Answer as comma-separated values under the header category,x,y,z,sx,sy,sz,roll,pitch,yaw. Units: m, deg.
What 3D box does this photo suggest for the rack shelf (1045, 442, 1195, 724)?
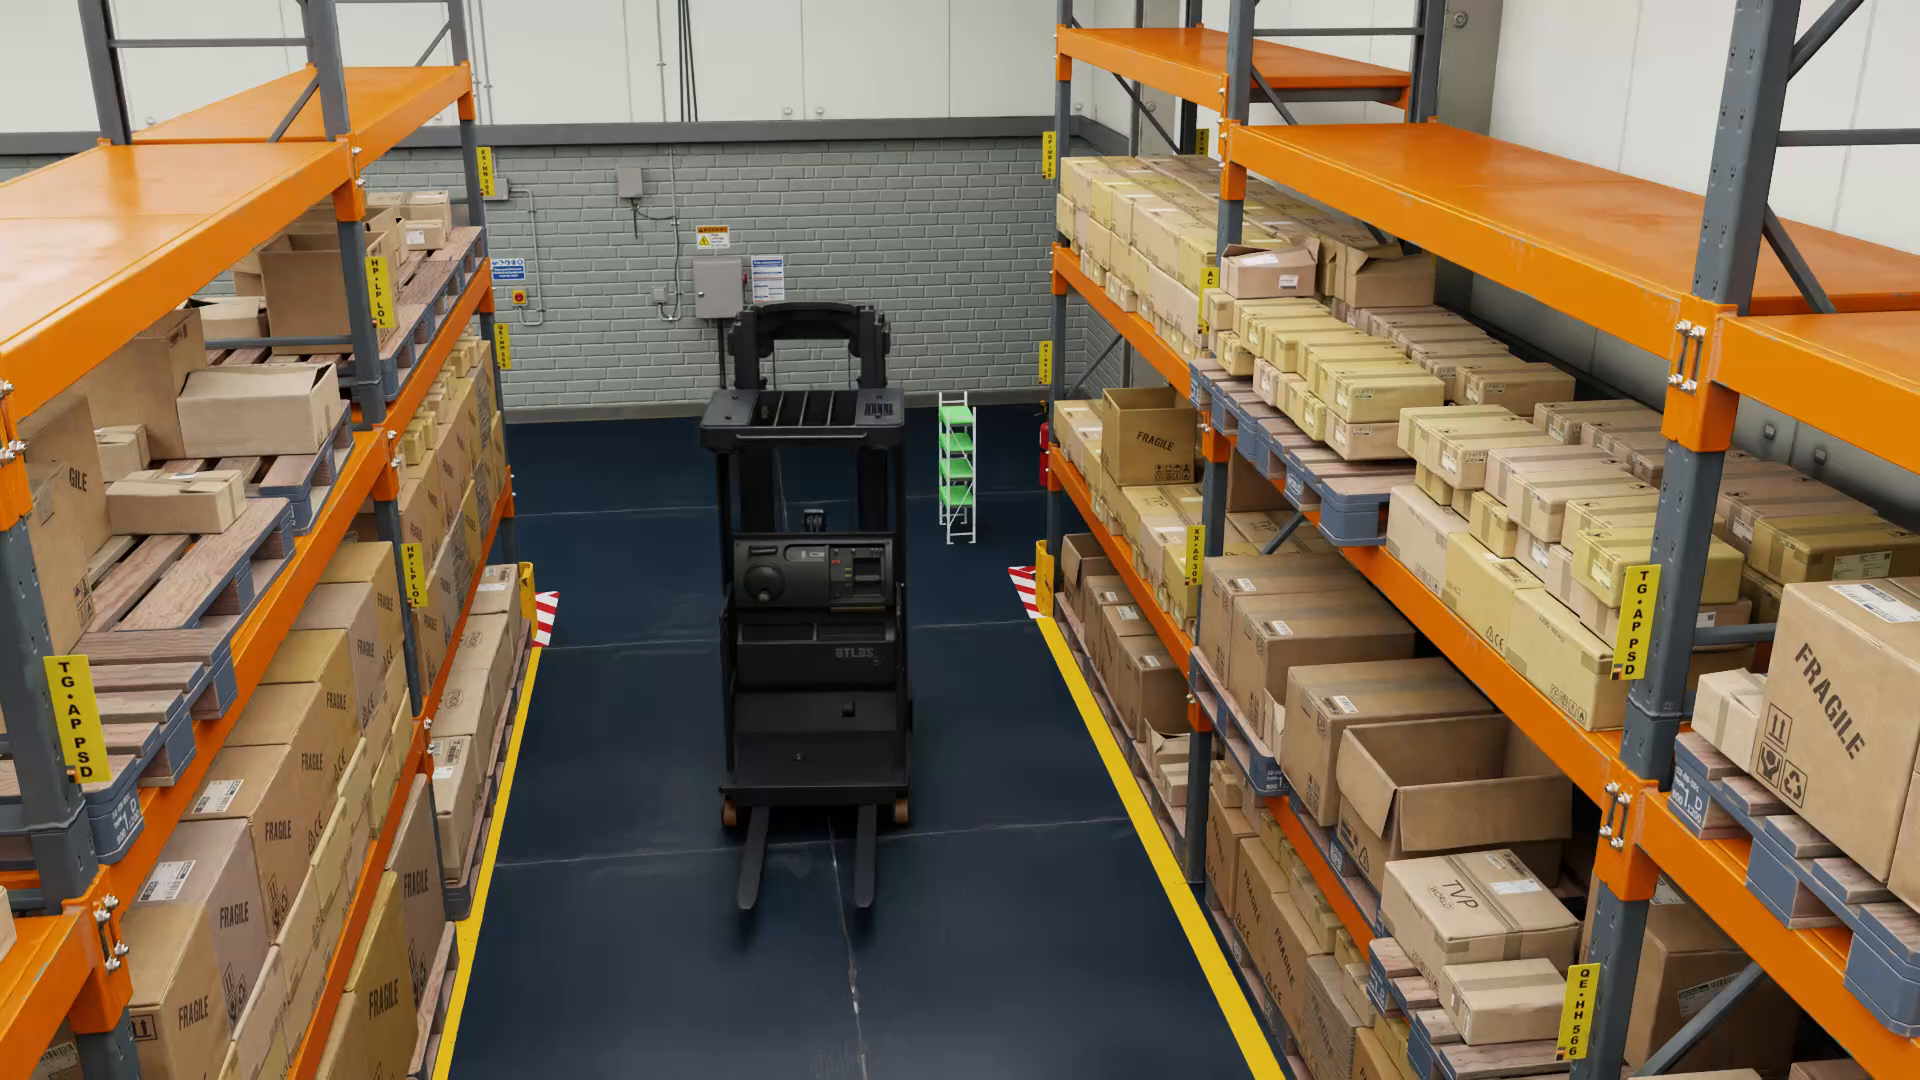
category,x,y,z,sx,sy,sz,roll,pitch,yaw
rack shelf,1.459,0.100,10.764,1.077,0.370,4.000,-3,21,-8

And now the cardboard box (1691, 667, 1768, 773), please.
category,x,y,z,sx,sy,sz,roll,pitch,yaw
cardboard box,2.074,0.437,4.137,0.380,0.166,0.250,-3,21,-8

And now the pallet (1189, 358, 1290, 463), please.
category,x,y,z,sx,sy,sz,roll,pitch,yaw
pallet,1.772,-0.633,7.678,1.213,0.211,1.003,-3,21,-8

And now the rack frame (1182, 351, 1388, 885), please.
category,x,y,z,sx,sy,sz,roll,pitch,yaw
rack frame,1.747,0.455,8.784,1.000,3.000,0.127,-3,21,-8

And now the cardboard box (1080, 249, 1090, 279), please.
category,x,y,z,sx,sy,sz,roll,pitch,yaw
cardboard box,1.004,-1.825,10.960,0.380,0.149,0.250,-2,21,-7

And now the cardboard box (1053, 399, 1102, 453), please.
category,x,y,z,sx,sy,sz,roll,pitch,yaw
cardboard box,0.969,-0.828,12.010,0.500,0.250,0.500,-3,21,-7

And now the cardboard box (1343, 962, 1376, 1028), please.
category,x,y,z,sx,sy,sz,roll,pitch,yaw
cardboard box,1.839,1.892,6.983,0.380,0.149,0.250,-4,21,-10

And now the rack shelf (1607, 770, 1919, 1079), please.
category,x,y,z,sx,sy,sz,roll,pitch,yaw
rack shelf,2.612,1.464,2.823,1.077,0.370,4.000,-3,21,-8

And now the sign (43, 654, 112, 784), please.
category,x,y,z,sx,sy,sz,roll,pitch,yaw
sign,-2.050,0.418,3.859,0.100,0.325,0.005,-3,21,-8

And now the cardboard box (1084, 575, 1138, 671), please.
category,x,y,z,sx,sy,sz,roll,pitch,yaw
cardboard box,1.250,0.559,11.479,0.700,0.500,0.500,-2,21,-6

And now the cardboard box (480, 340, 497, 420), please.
category,x,y,z,sx,sy,sz,roll,pitch,yaw
cardboard box,-3.436,-1.038,11.212,0.500,0.500,0.500,-2,21,-6

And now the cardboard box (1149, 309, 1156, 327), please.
category,x,y,z,sx,sy,sz,roll,pitch,yaw
cardboard box,1.300,-1.300,9.555,0.380,0.149,0.250,-2,21,-6

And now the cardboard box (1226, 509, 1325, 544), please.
category,x,y,z,sx,sy,sz,roll,pitch,yaw
cardboard box,1.864,0.028,9.718,0.500,0.250,0.500,-3,21,-8

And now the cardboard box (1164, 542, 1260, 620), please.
category,x,y,z,sx,sy,sz,roll,pitch,yaw
cardboard box,1.432,0.222,9.198,0.500,0.250,0.500,-2,21,-6

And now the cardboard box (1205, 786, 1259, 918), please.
category,x,y,z,sx,sy,sz,roll,pitch,yaw
cardboard box,1.594,1.608,8.670,0.500,0.500,0.500,-2,21,-5

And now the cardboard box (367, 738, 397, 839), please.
category,x,y,z,sx,sy,sz,roll,pitch,yaw
cardboard box,-2.778,1.096,7.283,0.500,0.250,0.500,-3,21,-9

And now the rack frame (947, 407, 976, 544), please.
category,x,y,z,sx,sy,sz,roll,pitch,yaw
rack frame,0.011,-0.535,14.008,0.240,1.200,0.015,-3,21,-8

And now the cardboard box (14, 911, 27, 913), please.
category,x,y,z,sx,sy,sz,roll,pitch,yaw
cardboard box,-3.003,1.234,5.129,0.500,0.500,0.500,-3,21,-7

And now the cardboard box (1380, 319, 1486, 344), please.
category,x,y,z,sx,sy,sz,roll,pitch,yaw
cardboard box,2.038,-0.852,7.189,0.380,0.149,0.250,-2,21,-6

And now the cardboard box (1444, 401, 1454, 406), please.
category,x,y,z,sx,sy,sz,roll,pitch,yaw
cardboard box,2.136,-0.529,6.750,0.380,0.149,0.250,-3,21,-8

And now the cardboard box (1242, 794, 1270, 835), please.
category,x,y,z,sx,sy,sz,roll,pitch,yaw
cardboard box,1.652,1.355,8.420,0.380,0.149,0.250,-3,21,-9

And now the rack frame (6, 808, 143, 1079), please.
category,x,y,z,sx,sy,sz,roll,pitch,yaw
rack frame,-2.588,2.092,4.403,1.000,3.000,0.127,-3,21,-8

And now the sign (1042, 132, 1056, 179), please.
category,x,y,z,sx,sy,sz,roll,pitch,yaw
sign,0.634,-2.717,11.741,0.100,0.325,0.005,-3,21,-8

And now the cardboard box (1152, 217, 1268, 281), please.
category,x,y,z,sx,sy,sz,roll,pitch,yaw
cardboard box,1.354,-1.591,9.051,0.500,0.250,0.500,-3,21,-9

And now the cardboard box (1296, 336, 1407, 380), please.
category,x,y,z,sx,sy,sz,roll,pitch,yaw
cardboard box,1.618,-0.738,6.882,0.380,0.149,0.250,-3,21,-7

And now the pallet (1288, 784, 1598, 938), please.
category,x,y,z,sx,sy,sz,roll,pitch,yaw
pallet,2.039,1.257,6.912,1.003,0.211,1.213,-3,21,-8

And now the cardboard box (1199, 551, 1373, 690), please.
category,x,y,z,sx,sy,sz,roll,pitch,yaw
cardboard box,1.596,0.390,8.215,0.700,0.500,0.500,-2,21,-6

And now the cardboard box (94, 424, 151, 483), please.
category,x,y,z,sx,sy,sz,roll,pitch,yaw
cardboard box,-3.328,-0.330,6.333,0.380,0.166,0.250,-4,21,-11

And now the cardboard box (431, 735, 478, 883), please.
category,x,y,z,sx,sy,sz,roll,pitch,yaw
cardboard box,-3.148,1.488,9.082,0.875,0.438,0.875,-3,21,-9

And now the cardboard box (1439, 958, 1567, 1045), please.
category,x,y,z,sx,sy,sz,roll,pitch,yaw
cardboard box,1.849,1.553,5.604,0.380,0.149,0.250,-3,21,-7

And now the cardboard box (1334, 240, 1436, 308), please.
category,x,y,z,sx,sy,sz,roll,pitch,yaw
cardboard box,1.930,-1.217,7.573,0.396,0.266,0.258,-3,21,-8

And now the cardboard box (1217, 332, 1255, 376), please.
category,x,y,z,sx,sy,sz,roll,pitch,yaw
cardboard box,1.400,-0.861,7.637,0.380,0.149,0.250,-3,21,-7

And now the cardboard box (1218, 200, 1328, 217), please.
category,x,y,z,sx,sy,sz,roll,pitch,yaw
cardboard box,1.794,-1.793,9.593,0.500,0.250,0.500,-3,21,-8

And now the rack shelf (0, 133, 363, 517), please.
category,x,y,z,sx,sy,sz,roll,pitch,yaw
rack shelf,-2.876,-0.887,5.403,1.077,0.370,4.000,-3,21,-8

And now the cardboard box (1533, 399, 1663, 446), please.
category,x,y,z,sx,sy,sz,roll,pitch,yaw
cardboard box,2.302,-0.398,6.001,0.380,0.149,0.250,-3,21,-8

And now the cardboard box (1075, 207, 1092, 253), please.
category,x,y,z,sx,sy,sz,roll,pitch,yaw
cardboard box,1.058,-2.062,11.025,0.500,0.250,0.500,-3,21,-7

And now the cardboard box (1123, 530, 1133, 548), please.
category,x,y,z,sx,sy,sz,roll,pitch,yaw
cardboard box,1.246,-0.060,10.523,0.380,0.149,0.250,-3,21,-8

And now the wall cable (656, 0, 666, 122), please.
category,x,y,z,sx,sy,sz,roll,pitch,yaw
wall cable,-4.095,-5.481,16.103,2.355,3.000,0.029,-3,21,-8

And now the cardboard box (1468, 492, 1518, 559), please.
category,x,y,z,sx,sy,sz,roll,pitch,yaw
cardboard box,1.925,-0.059,5.519,0.380,0.149,0.250,-3,21,-8

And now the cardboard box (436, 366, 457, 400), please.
category,x,y,z,sx,sy,sz,roll,pitch,yaw
cardboard box,-3.253,-0.944,10.032,0.380,0.149,0.250,-2,21,-6

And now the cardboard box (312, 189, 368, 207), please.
category,x,y,z,sx,sy,sz,roll,pitch,yaw
cardboard box,-3.599,-1.668,9.296,0.500,0.500,0.500,-3,21,-7

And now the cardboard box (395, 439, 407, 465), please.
category,x,y,z,sx,sy,sz,roll,pitch,yaw
cardboard box,-3.084,-0.409,8.599,0.380,0.149,0.250,-3,21,-8

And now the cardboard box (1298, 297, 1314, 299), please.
category,x,y,z,sx,sy,sz,roll,pitch,yaw
cardboard box,1.956,-1.209,8.741,0.500,0.250,0.500,-3,21,-9

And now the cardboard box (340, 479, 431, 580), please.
category,x,y,z,sx,sy,sz,roll,pitch,yaw
cardboard box,-2.993,0.015,8.392,0.500,0.500,0.500,-3,21,-7

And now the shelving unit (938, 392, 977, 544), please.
category,x,y,z,sx,sy,sz,roll,pitch,yaw
shelving unit,-0.024,-0.619,14.234,0.258,1.200,0.503,-3,21,-8

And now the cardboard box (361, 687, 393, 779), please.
category,x,y,z,sx,sy,sz,roll,pitch,yaw
cardboard box,-2.781,0.856,7.211,0.500,0.250,0.500,-2,21,-6

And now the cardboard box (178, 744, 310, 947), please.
category,x,y,z,sx,sy,sz,roll,pitch,yaw
cardboard box,-2.557,1.042,5.641,0.500,0.500,0.500,-2,21,-6

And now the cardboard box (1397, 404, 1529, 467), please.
category,x,y,z,sx,sy,sz,roll,pitch,yaw
cardboard box,1.794,-0.374,5.938,0.380,0.149,0.250,-3,21,-8

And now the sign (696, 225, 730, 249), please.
category,x,y,z,sx,sy,sz,roll,pitch,yaw
sign,-2.562,-3.140,17.231,0.339,0.242,0.001,-3,21,-8

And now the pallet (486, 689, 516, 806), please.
category,x,y,z,sx,sy,sz,roll,pitch,yaw
pallet,-3.376,1.323,10.448,1.003,0.211,1.213,-3,21,-8

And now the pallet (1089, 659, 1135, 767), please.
category,x,y,z,sx,sy,sz,roll,pitch,yaw
pallet,1.470,1.100,11.043,1.003,0.211,1.213,-3,21,-8

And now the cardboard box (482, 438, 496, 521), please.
category,x,y,z,sx,sy,sz,roll,pitch,yaw
cardboard box,-3.352,-0.397,10.923,0.500,0.500,0.500,-3,21,-9

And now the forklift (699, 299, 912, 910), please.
category,x,y,z,sx,sy,sz,roll,pitch,yaw
forklift,-0.850,0.203,9.557,1.130,2.935,3.031,-1,20,-2
